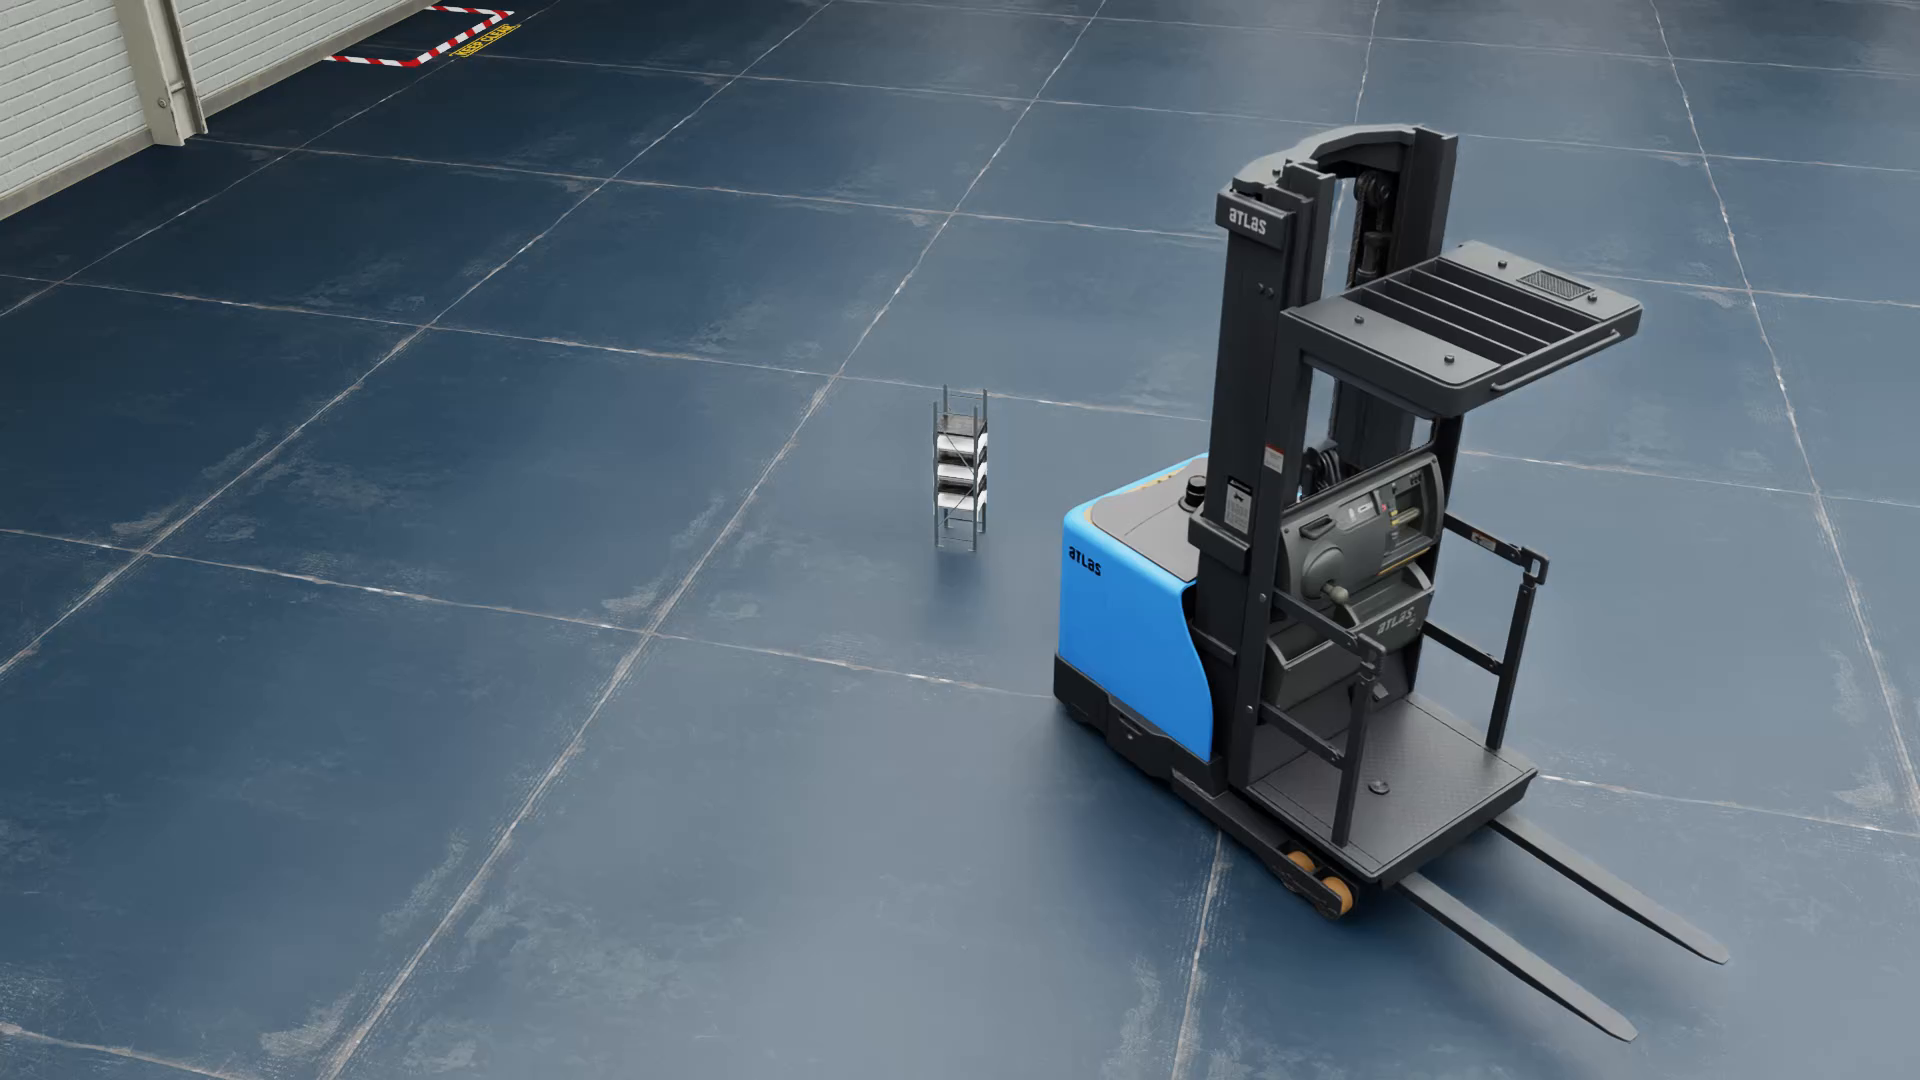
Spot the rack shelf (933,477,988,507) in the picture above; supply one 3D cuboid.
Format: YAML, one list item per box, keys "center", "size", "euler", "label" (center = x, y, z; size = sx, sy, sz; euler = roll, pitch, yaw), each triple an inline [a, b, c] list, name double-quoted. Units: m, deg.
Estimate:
- center: [0.002, -0.280, 9.081]
  size: [0.258, 0.077, 0.200]
  euler: [8, 33, 12]
  label: "rack shelf"

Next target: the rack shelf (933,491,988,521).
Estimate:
- center: [0.002, -0.204, 9.130]
  size: [0.258, 0.077, 0.200]
  euler: [8, 33, 12]
  label: "rack shelf"

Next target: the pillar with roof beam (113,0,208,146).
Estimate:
- center: [-2.841, -6.825, 11.599]
  size: [9.100, 9.000, 0.400]
  euler: [8, 33, 12]
  label: "pillar with roof beam"

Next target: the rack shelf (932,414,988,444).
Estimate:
- center: [0.002, -0.584, 8.888]
  size: [0.258, 0.077, 0.200]
  euler: [8, 33, 12]
  label: "rack shelf"

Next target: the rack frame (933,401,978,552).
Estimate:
- center: [-0.024, -0.331, 8.932]
  size: [0.240, 0.900, 0.006]
  euler: [8, 33, 12]
  label: "rack frame"

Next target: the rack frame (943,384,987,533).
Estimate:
- center: [0.028, -0.437, 9.098]
  size: [0.240, 0.900, 0.006]
  euler: [8, 33, 12]
  label: "rack frame"

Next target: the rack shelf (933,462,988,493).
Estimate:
- center: [0.002, -0.356, 9.033]
  size: [0.258, 0.077, 0.200]
  euler: [8, 33, 12]
  label: "rack shelf"

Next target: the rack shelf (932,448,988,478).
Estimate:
- center: [0.002, -0.432, 8.985]
  size: [0.258, 0.077, 0.200]
  euler: [8, 33, 12]
  label: "rack shelf"

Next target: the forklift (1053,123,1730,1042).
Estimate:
- center: [1.747, 0.009, 6.504]
  size: [1.130, 2.935, 3.031]
  euler: [-23, 39, -31]
  label: "forklift"

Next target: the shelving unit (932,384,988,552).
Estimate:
- center: [0.002, -0.384, 9.015]
  size: [0.258, 0.900, 0.210]
  euler: [8, 33, 12]
  label: "shelving unit"

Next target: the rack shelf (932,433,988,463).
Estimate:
- center: [0.002, -0.508, 8.937]
  size: [0.258, 0.077, 0.200]
  euler: [8, 33, 12]
  label: "rack shelf"
